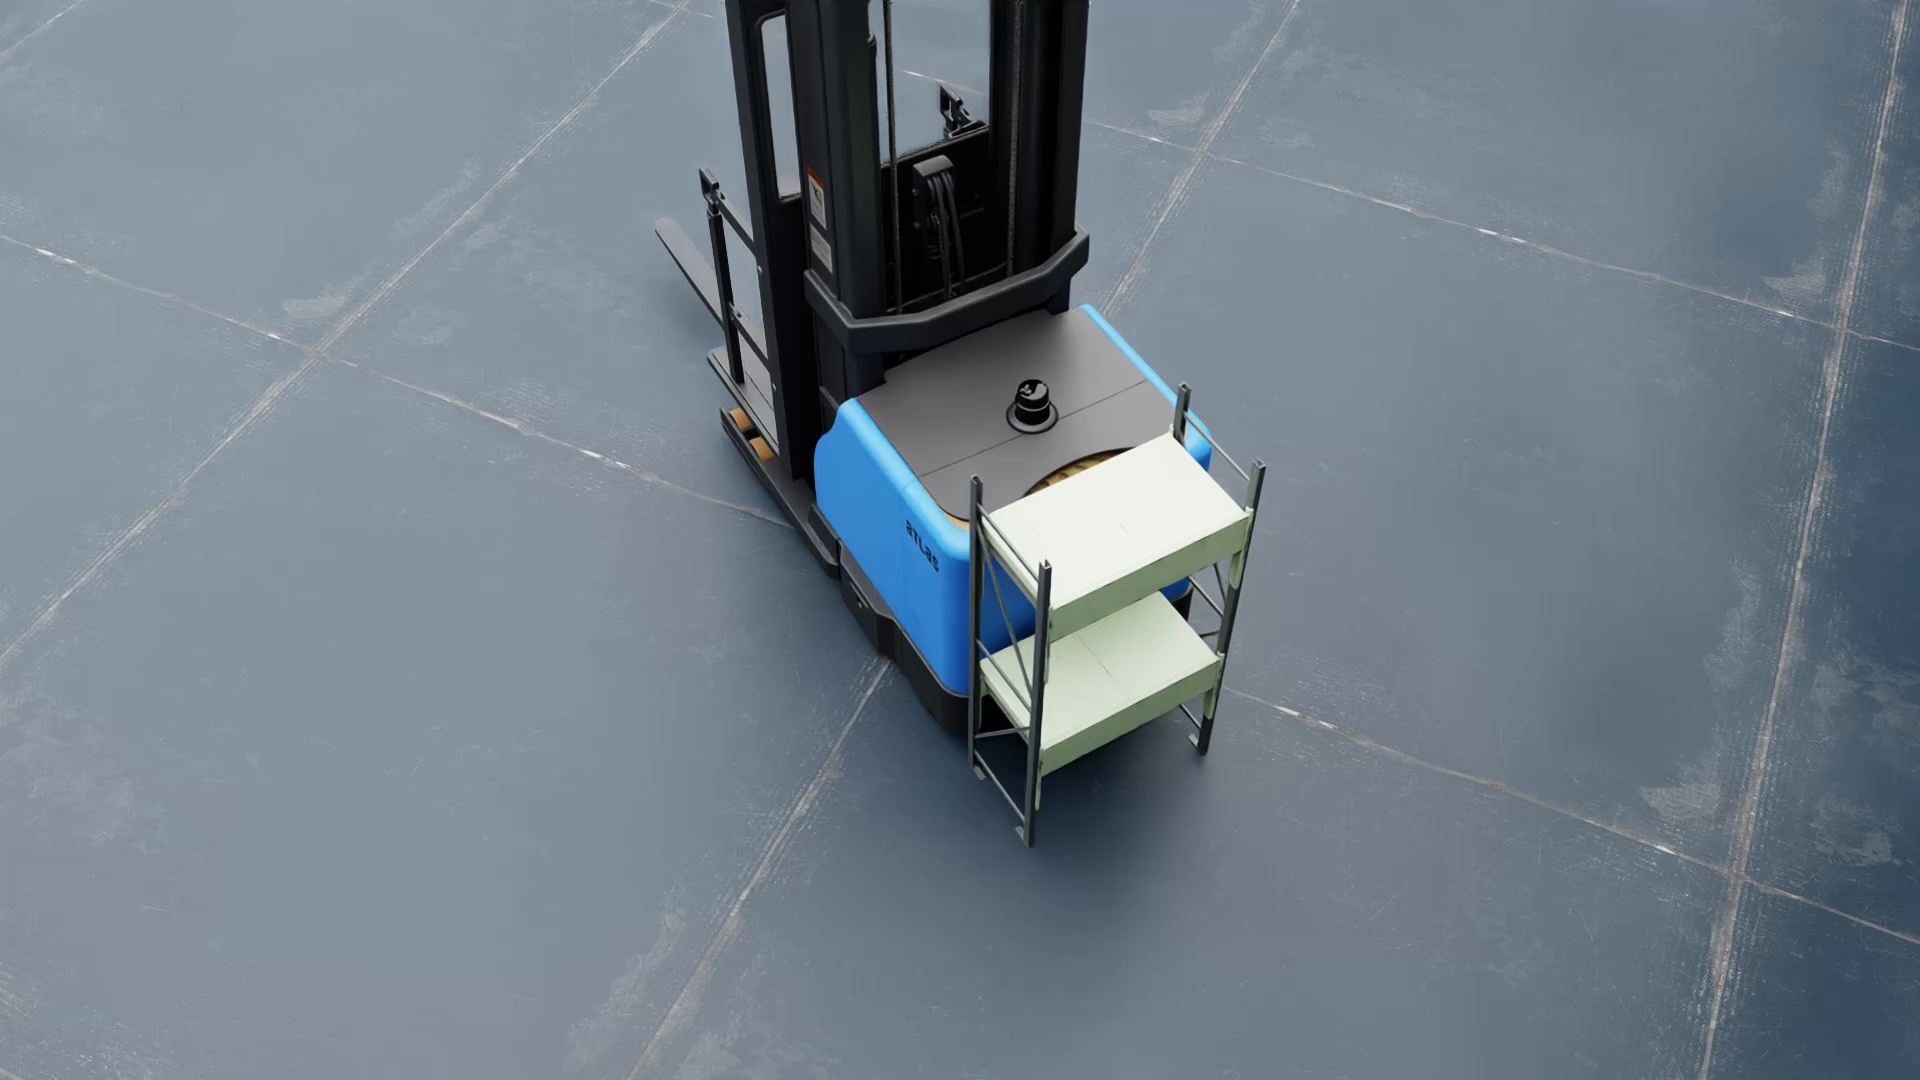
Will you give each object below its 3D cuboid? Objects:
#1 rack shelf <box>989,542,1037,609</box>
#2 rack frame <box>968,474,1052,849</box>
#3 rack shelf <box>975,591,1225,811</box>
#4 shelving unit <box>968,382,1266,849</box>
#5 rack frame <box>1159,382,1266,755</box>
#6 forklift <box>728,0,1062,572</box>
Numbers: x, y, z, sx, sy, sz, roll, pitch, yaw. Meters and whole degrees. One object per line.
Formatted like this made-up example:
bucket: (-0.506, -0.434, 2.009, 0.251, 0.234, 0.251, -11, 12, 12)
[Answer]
rack shelf: (0.454, -0.011, 4.983, 0.664, 0.071, 0.332, -24, 54, -19)
rack frame: (0.140, 0.432, 5.213, 0.023, 1.500, 0.400, -24, 54, -19)
rack shelf: (6.571, -11.059, 15.576, 26.907, 0.609, 20.373, -24, 54, -19)
shelving unit: (6.564, -11.345, 15.234, 26.924, 1.500, 20.373, -24, 54, -19)
rack frame: (0.769, 0.145, 5.457, 0.023, 1.500, 0.400, -24, 54, -19)
forklift: (7.469, -16.740, 14.893, 32.329, 9.011, 25.333, -24, 54, -19)
